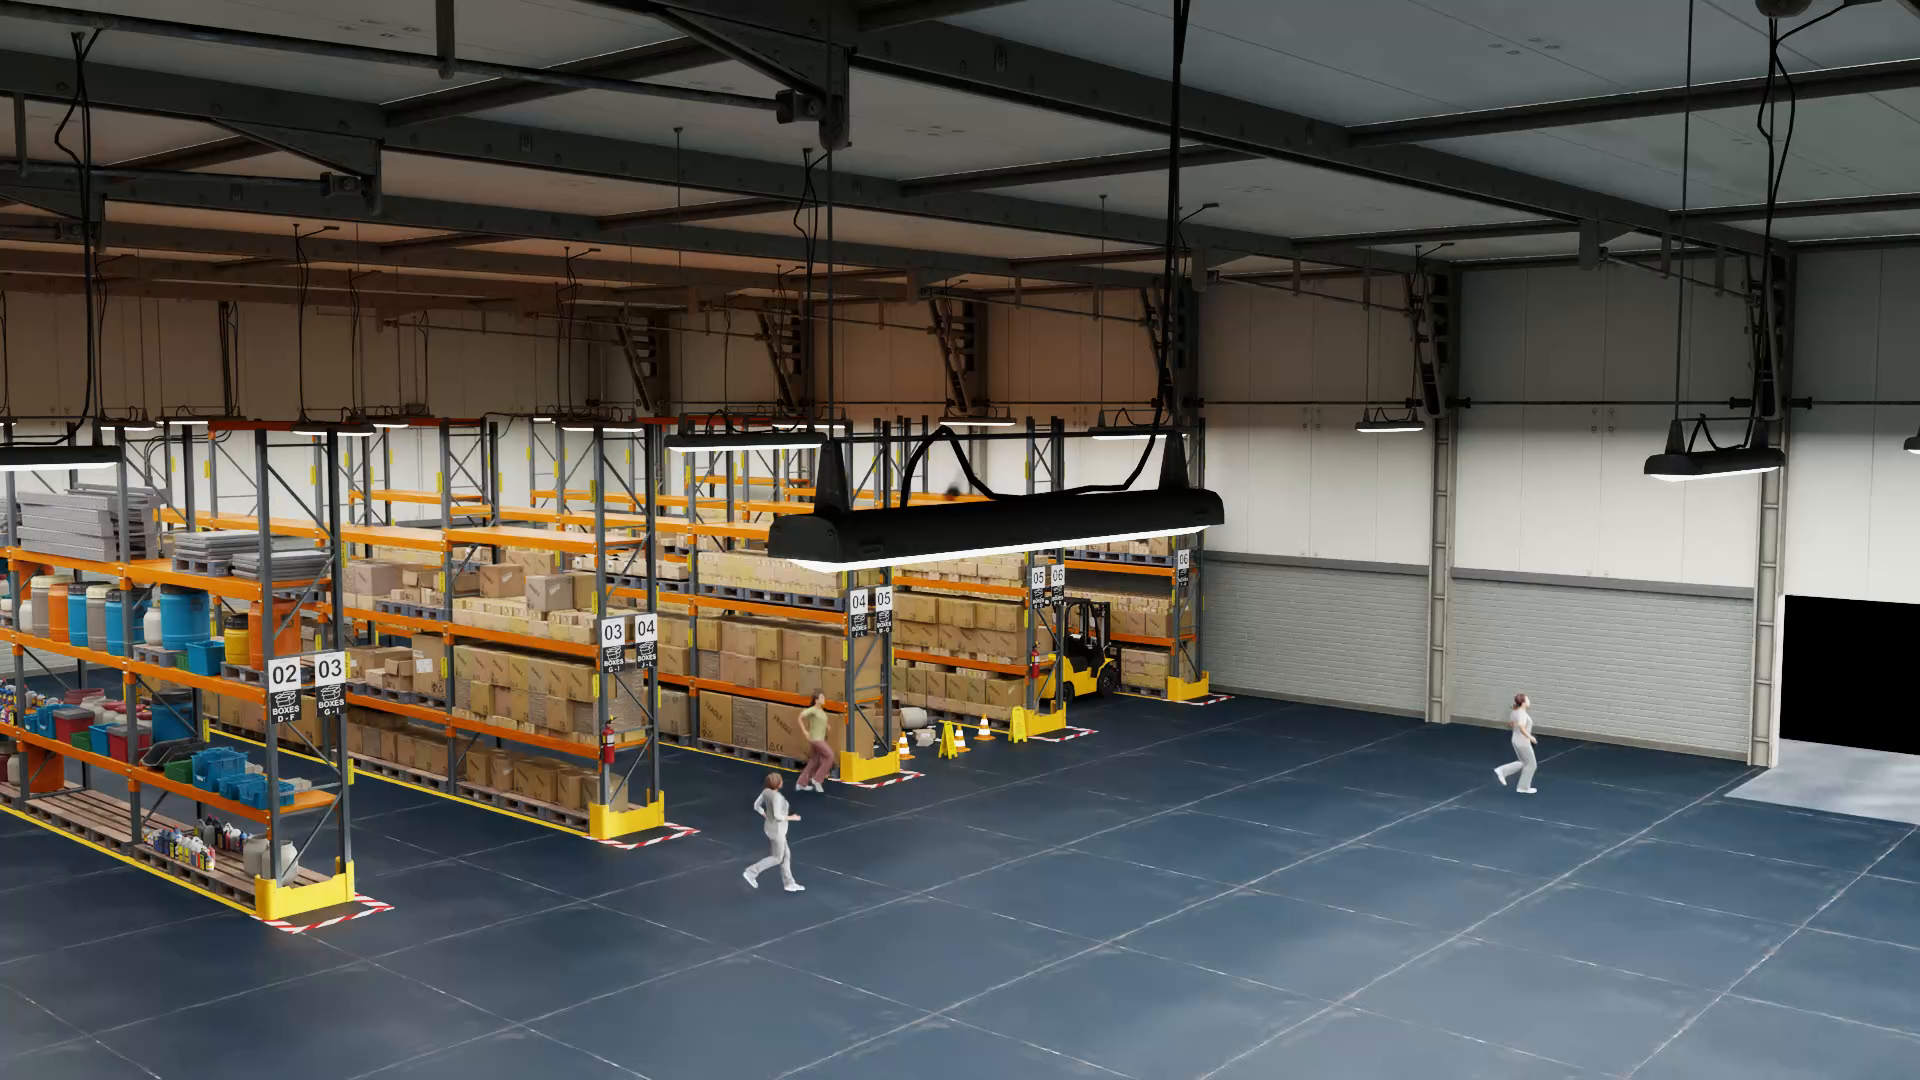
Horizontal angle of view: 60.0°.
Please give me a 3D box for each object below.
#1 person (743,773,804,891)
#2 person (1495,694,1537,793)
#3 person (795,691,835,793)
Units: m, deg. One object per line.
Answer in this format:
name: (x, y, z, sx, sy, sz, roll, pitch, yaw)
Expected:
person: (-2.399, 3.776, 21.325, 0.839, 1.568, 0.538, -2, 5, -25)
person: (9.005, 3.282, 26.864, 0.655, 1.627, 0.585, 0, 5, 0)
person: (-2.326, 3.269, 26.980, 0.669, 1.625, 0.575, 1, 5, 9)
